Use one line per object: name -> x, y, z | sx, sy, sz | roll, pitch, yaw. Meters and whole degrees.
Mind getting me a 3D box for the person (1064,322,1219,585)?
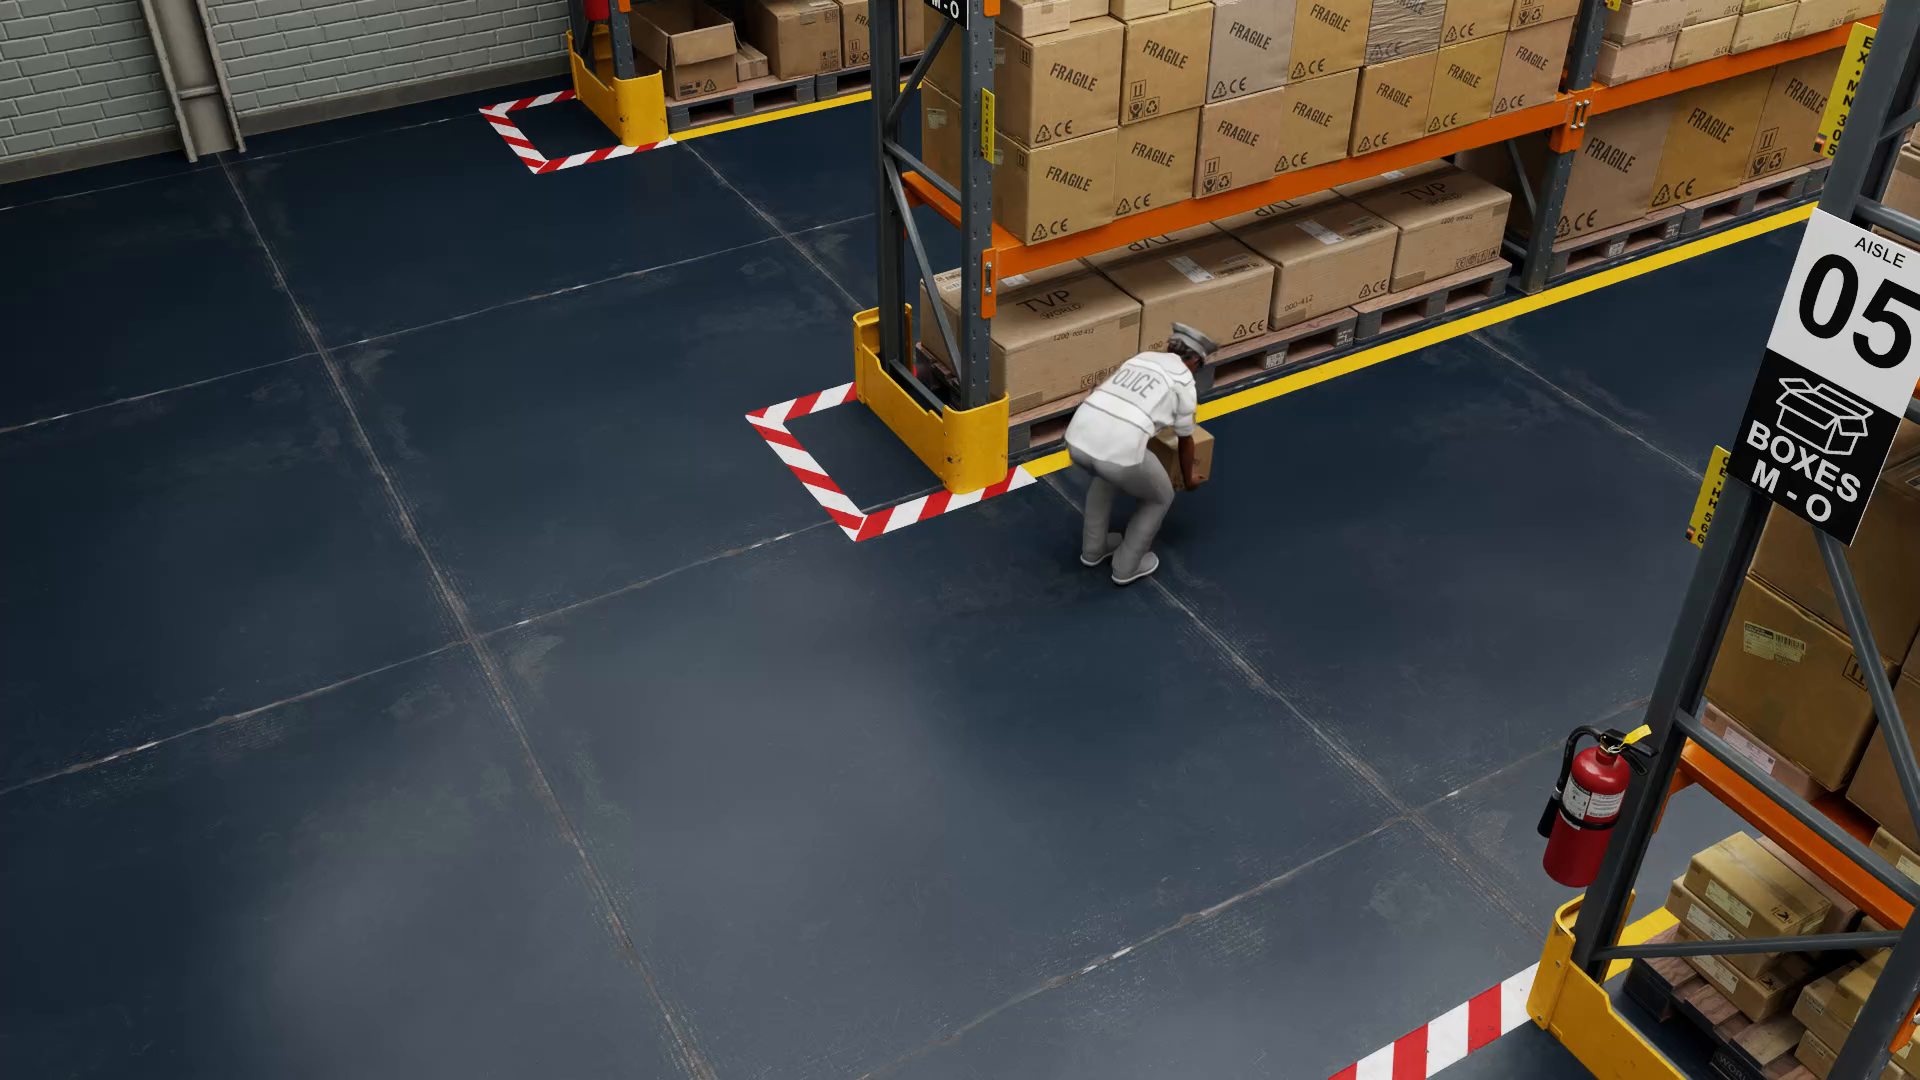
person -> 0.872, -0.403, 7.895 | 0.430, 1.145, 0.924 | 29, 46, 32
